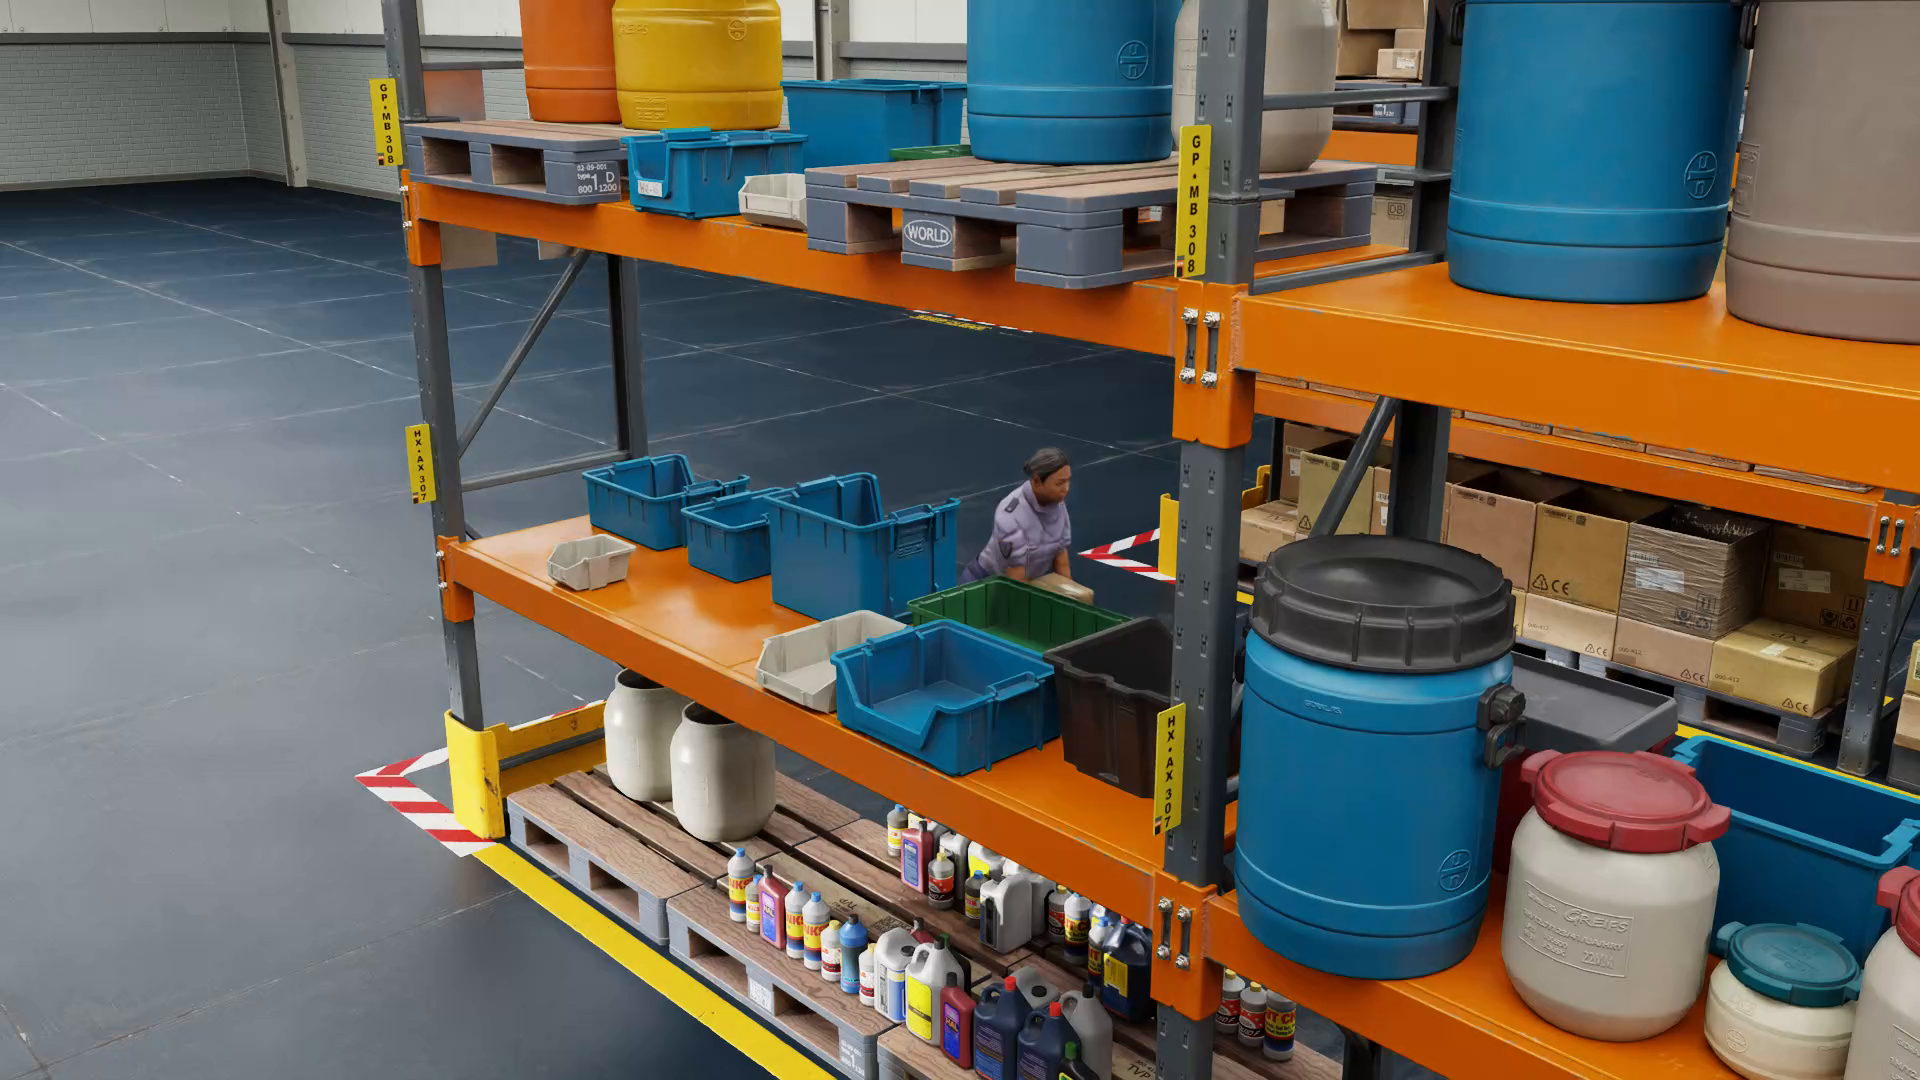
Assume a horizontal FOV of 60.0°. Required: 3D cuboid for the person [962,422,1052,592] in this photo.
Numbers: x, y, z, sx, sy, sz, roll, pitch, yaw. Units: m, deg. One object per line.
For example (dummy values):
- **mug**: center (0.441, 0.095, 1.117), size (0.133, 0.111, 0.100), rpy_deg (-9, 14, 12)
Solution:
- **person**: center (0.222, 0.251, 7.763), size (0.375, 1.651, 0.562), rpy_deg (16, 23, 41)
